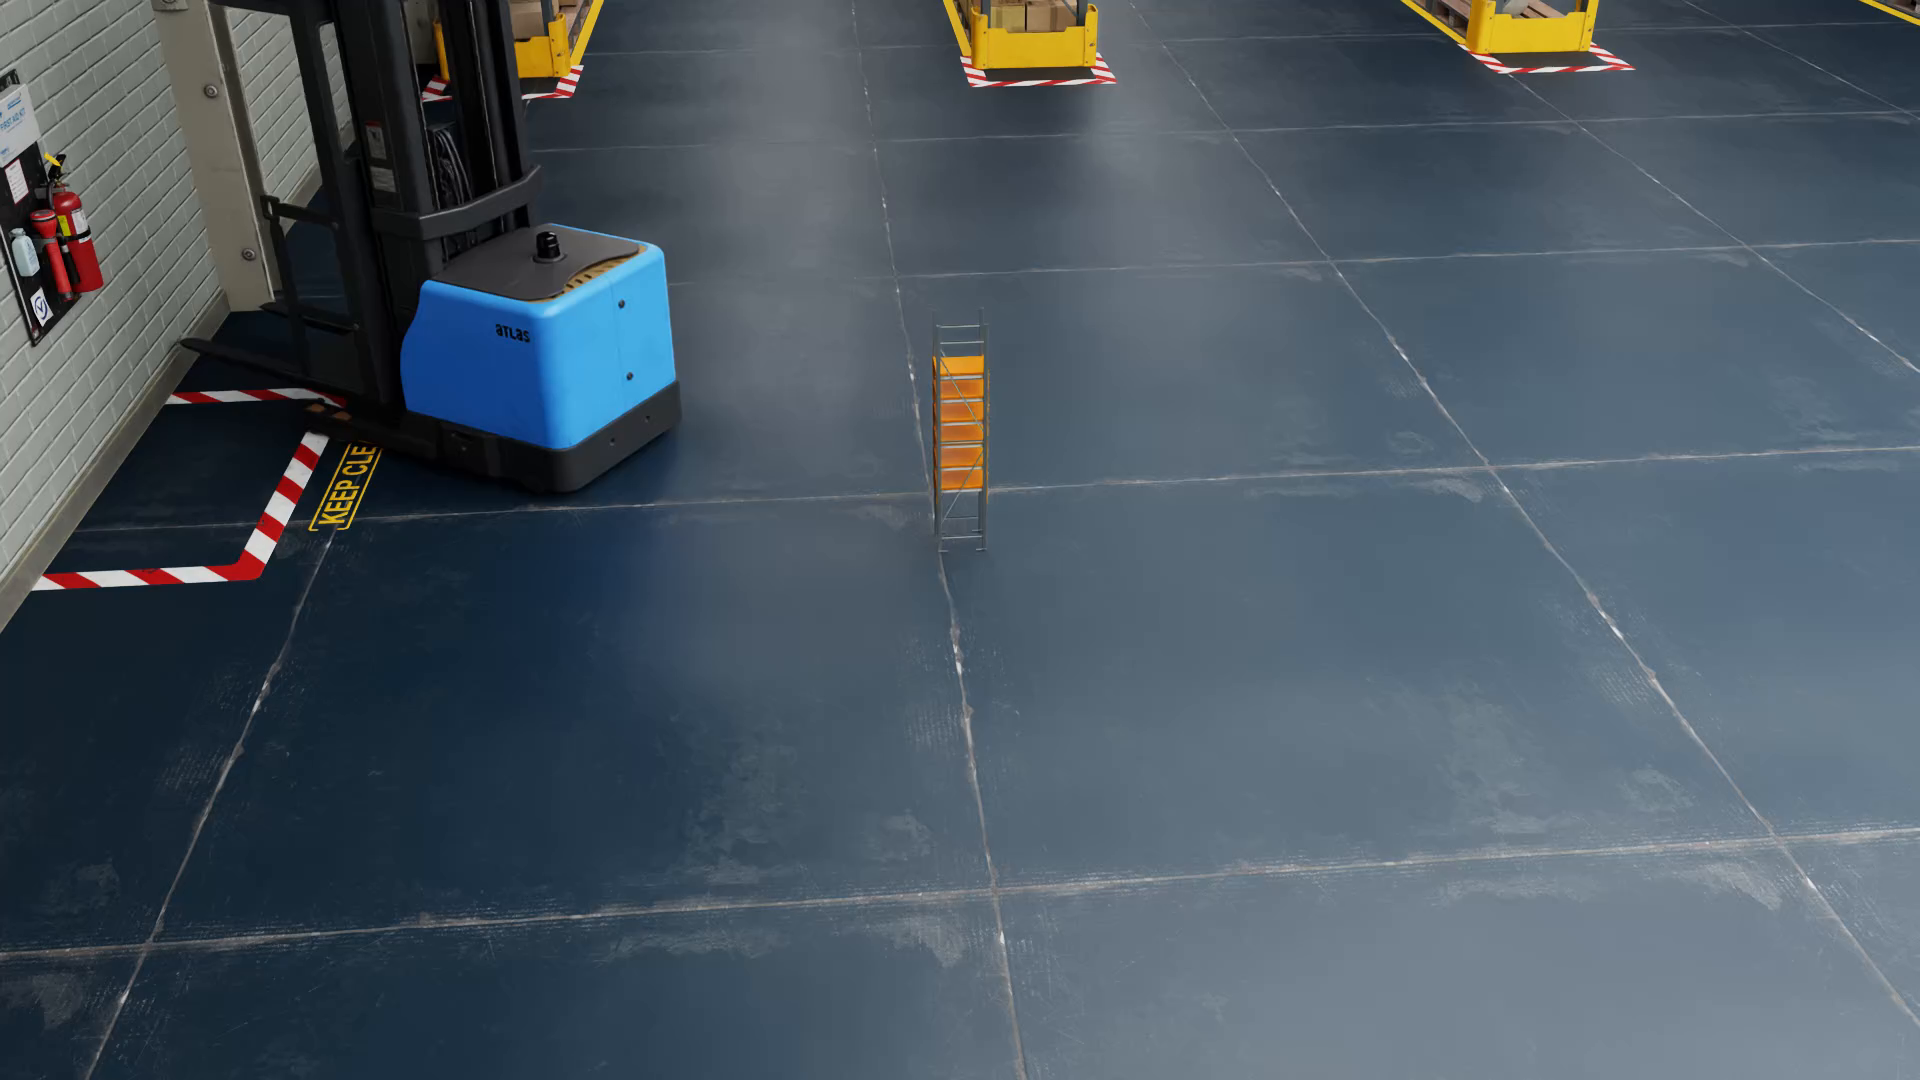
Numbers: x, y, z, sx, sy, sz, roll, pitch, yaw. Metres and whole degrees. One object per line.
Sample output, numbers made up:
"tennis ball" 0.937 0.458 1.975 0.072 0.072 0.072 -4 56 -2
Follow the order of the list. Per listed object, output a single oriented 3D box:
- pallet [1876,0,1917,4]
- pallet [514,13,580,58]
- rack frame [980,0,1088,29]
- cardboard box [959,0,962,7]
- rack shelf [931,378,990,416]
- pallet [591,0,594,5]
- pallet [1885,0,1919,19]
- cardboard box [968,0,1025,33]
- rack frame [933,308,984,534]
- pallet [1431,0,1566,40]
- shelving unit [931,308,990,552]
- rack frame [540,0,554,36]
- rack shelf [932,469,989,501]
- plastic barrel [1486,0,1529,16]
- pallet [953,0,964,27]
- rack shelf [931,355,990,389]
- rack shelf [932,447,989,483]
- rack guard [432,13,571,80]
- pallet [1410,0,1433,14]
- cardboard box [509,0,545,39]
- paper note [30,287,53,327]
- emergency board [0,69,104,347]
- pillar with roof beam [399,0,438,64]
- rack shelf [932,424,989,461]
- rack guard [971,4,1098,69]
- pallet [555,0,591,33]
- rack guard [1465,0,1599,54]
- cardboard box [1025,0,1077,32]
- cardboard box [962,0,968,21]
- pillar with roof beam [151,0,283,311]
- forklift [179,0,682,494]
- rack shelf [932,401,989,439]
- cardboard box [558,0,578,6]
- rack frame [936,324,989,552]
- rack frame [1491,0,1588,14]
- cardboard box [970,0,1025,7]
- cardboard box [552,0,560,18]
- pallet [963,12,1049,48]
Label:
"pallet" 10.401 -6.207 18.436 1.003 0.211 1.213 -3 31 -5
"pallet" -4.283 -4.874 16.203 1.003 0.211 1.213 -3 31 -5
"rack frame" 0.696 -5.855 15.127 1.000 3.000 0.127 -3 31 -5
"cardboard box" 0.245 -5.624 17.012 0.500 0.250 0.500 -3 31 -5
"rack shelf" 0.001 -0.676 7.830 0.258 0.103 0.180 -3 31 -5
"pallet" -4.511 -6.119 18.289 1.003 0.211 1.213 -3 31 -5
"pallet" 10.512 -5.585 17.395 1.003 0.211 1.213 -3 31 -5
"cardboard box" 0.352 -5.114 16.159 0.500 0.250 0.500 -3 31 -5
"rack frame" -0.007 -0.554 8.008 0.240 1.200 0.006 -3 31 -5
"pallet" 5.504 -5.344 16.992 1.003 0.211 1.213 -3 31 -5
"shelving unit" 0.001 -0.508 7.930 0.258 1.200 0.189 -3 31 -5
"rack frame" -4.235 -5.615 14.726 1.000 3.000 0.127 -3 31 -5
"rack shelf" 0.001 -0.264 8.076 0.258 0.103 0.180 -3 31 -5
"plastic barrel" 5.491 -5.535 16.607 0.421 0.512 0.421 0 31 0
"pallet" 0.472 -5.667 17.532 1.003 0.211 1.213 -3 31 -5
"rack shelf" 0.001 -0.779 7.768 0.258 0.103 0.180 -3 31 -5
"rack shelf" 0.001 -0.367 8.014 0.258 0.103 0.180 -3 31 -5
"rack guard" -4.242 -4.581 15.432 1.175 0.500 0.348 -3 31 -5
"pallet" 5.393 -5.966 18.032 1.003 0.211 1.213 -3 31 -5
"cardboard box" -4.210 -5.007 15.901 0.500 0.311 0.500 -6 31 -10
"paper note" -4.461 -1.133 8.080 0.016 0.148 0.142 -3 31 -5
"emergency board" -4.408 -1.605 8.011 0.194 1.169 0.643 -3 31 -5
"pillar with roof beam" -0.876 -8.713 14.062 9.100 9.000 0.400 -3 31 -5
"rack shelf" 0.001 -0.470 7.953 0.258 0.103 0.180 -3 31 -5
"rack guard" 0.699 -4.769 15.747 1.175 0.500 0.348 -3 31 -5
"pallet" -4.394 -5.495 17.244 1.003 0.211 1.213 -3 31 -5
"rack guard" 5.574 -5.053 16.223 1.175 0.500 0.348 -3 31 -5
"cardboard box" 0.868 -5.139 16.200 0.500 0.250 0.500 -3 31 -5
"cardboard box" 0.293 -5.369 16.585 0.500 0.250 0.500 -3 31 -5
"pillar with roof beam" -0.315 -5.650 8.933 9.100 9.000 0.400 -3 31 -5
"forklift" -3.092 -2.020 8.773 3.031 2.935 1.130 15 34 23
"rack shelf" 0.001 -0.573 7.891 0.258 0.103 0.180 -3 31 -5
"cardboard box" -4.282 -5.757 16.971 0.700 0.500 0.500 -5 31 -8
"rack frame" 0.010 -0.461 7.852 0.240 1.200 0.006 -3 31 -5
"rack frame" 5.628 -6.090 15.521 1.000 3.000 0.127 -3 31 -5
"cardboard box" 0.350 -5.436 15.966 0.500 0.500 0.500 -3 31 -5
"cardboard box" -4.264 -5.299 16.389 0.500 0.311 0.500 0 31 0
"pallet" 0.583 -5.046 16.492 1.003 0.211 1.213 -3 31 -5
